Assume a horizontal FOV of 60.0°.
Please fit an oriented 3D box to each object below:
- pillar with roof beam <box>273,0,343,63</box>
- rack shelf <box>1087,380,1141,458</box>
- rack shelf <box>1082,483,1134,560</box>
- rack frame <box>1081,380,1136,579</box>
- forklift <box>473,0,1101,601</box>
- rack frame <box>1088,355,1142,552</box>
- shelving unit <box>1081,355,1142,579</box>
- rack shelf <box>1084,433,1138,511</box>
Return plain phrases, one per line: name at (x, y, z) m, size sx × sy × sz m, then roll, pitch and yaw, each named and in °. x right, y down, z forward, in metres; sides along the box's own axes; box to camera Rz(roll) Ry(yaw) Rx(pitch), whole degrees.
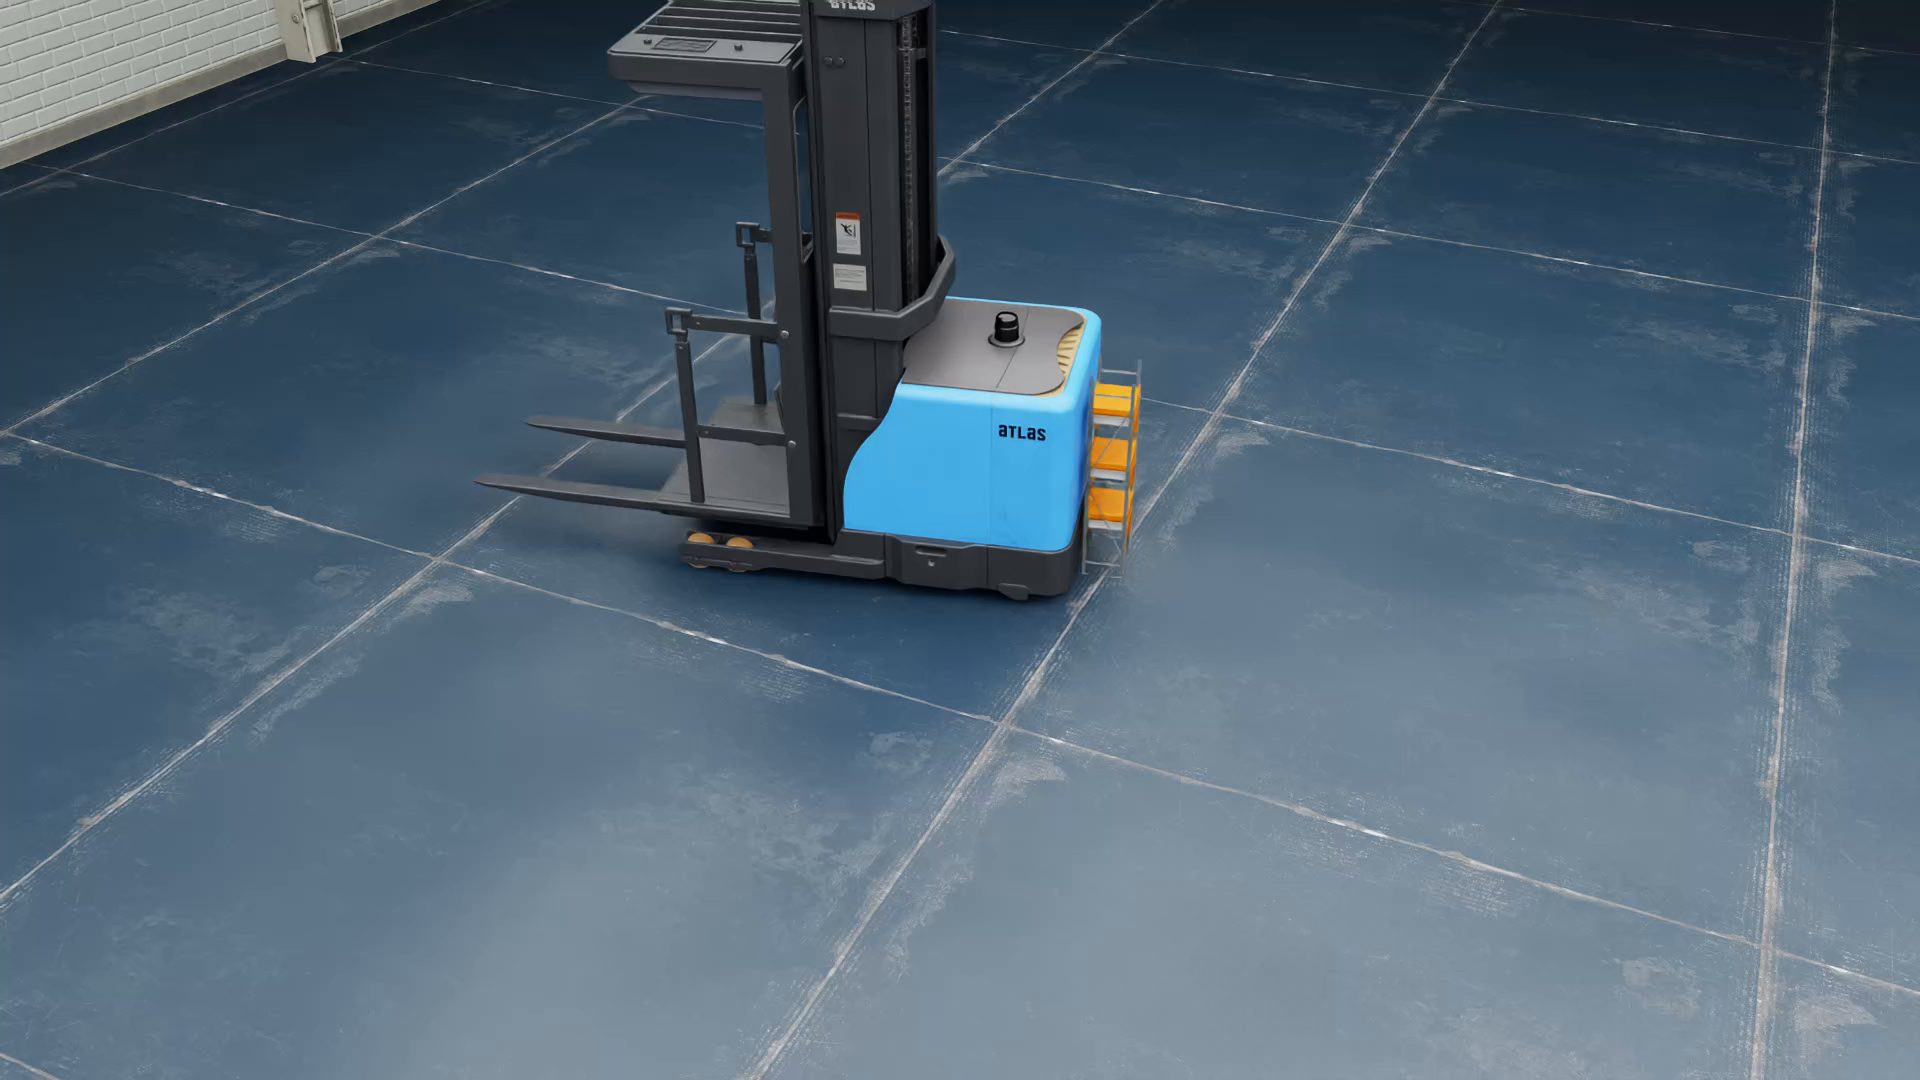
pillar with roof beam at (-1.864, -7.118, 10.898) m, size 9.100 × 9.000 × 0.400 m, roll 14°, pitch 36°, yaw 20°
rack shelf at (0.707, -0.558, 7.646) m, size 0.215 × 0.259 × 0.240 m, roll 7°, pitch 34°, yaw 10°
rack shelf at (0.707, -0.089, 7.954) m, size 0.215 × 0.259 × 0.240 m, roll 7°, pitch 34°, yaw 10°
rack frame at (0.683, -0.264, 7.696) m, size 0.200 × 1.050 × 0.008 m, roll 7°, pitch 34°, yaw 10°
forklift at (-0.880, -1.344, 7.627) m, size 3.031 × 2.935 × 1.130 m, roll 6°, pitch 34°, yaw 10°
rack frame at (0.732, -0.395, 7.896) m, size 0.200 × 1.050 × 0.008 m, roll 7°, pitch 34°, yaw 10°
shelving unit at (0.707, -0.330, 7.796) m, size 0.215 × 1.050 × 0.252 m, roll 7°, pitch 34°, yaw 10°
rack shelf at (0.707, -0.321, 7.802) m, size 0.215 × 0.259 × 0.240 m, roll 7°, pitch 34°, yaw 10°
